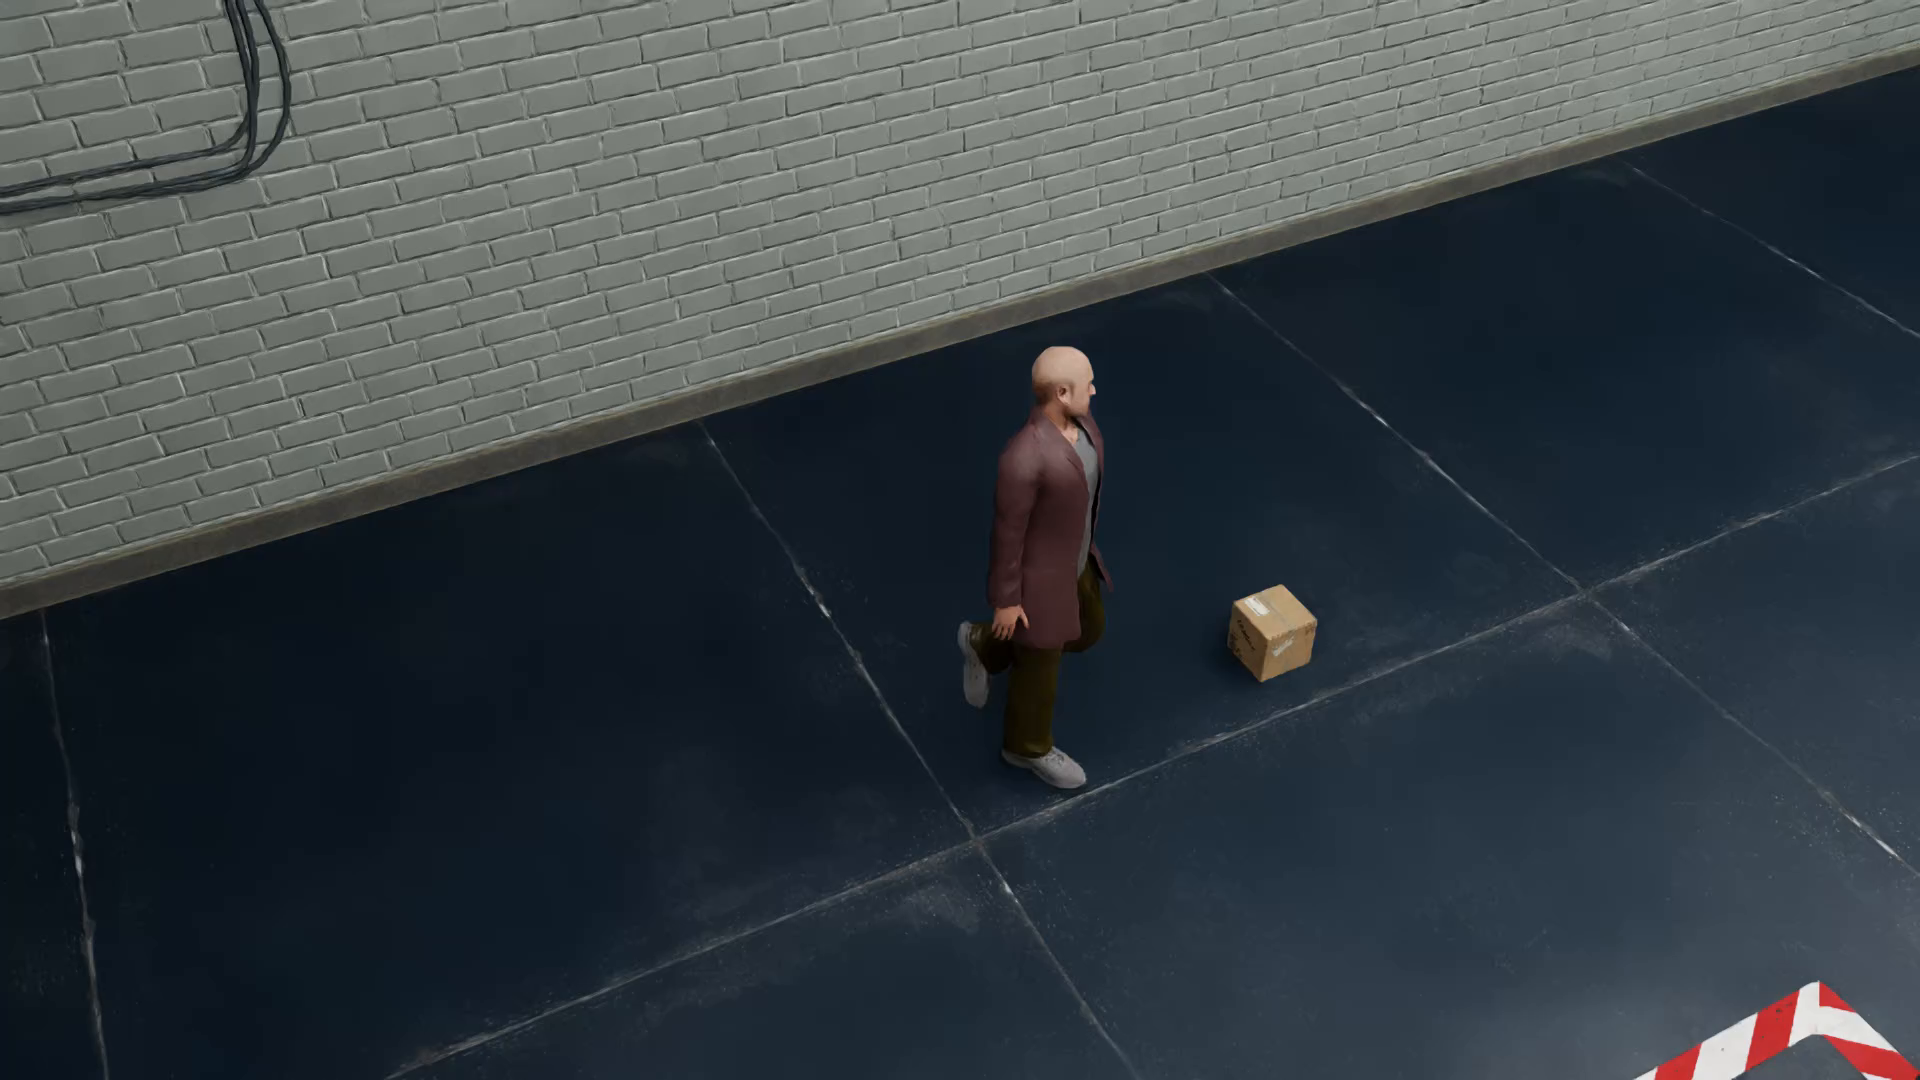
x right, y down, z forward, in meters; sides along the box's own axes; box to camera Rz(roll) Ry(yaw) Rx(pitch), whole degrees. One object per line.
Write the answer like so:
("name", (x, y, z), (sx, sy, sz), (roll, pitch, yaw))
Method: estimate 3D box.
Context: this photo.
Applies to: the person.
("person", (0.286, 0.064, 6.083), (0.657, 1.757, 0.685), (18, 44, 19))
